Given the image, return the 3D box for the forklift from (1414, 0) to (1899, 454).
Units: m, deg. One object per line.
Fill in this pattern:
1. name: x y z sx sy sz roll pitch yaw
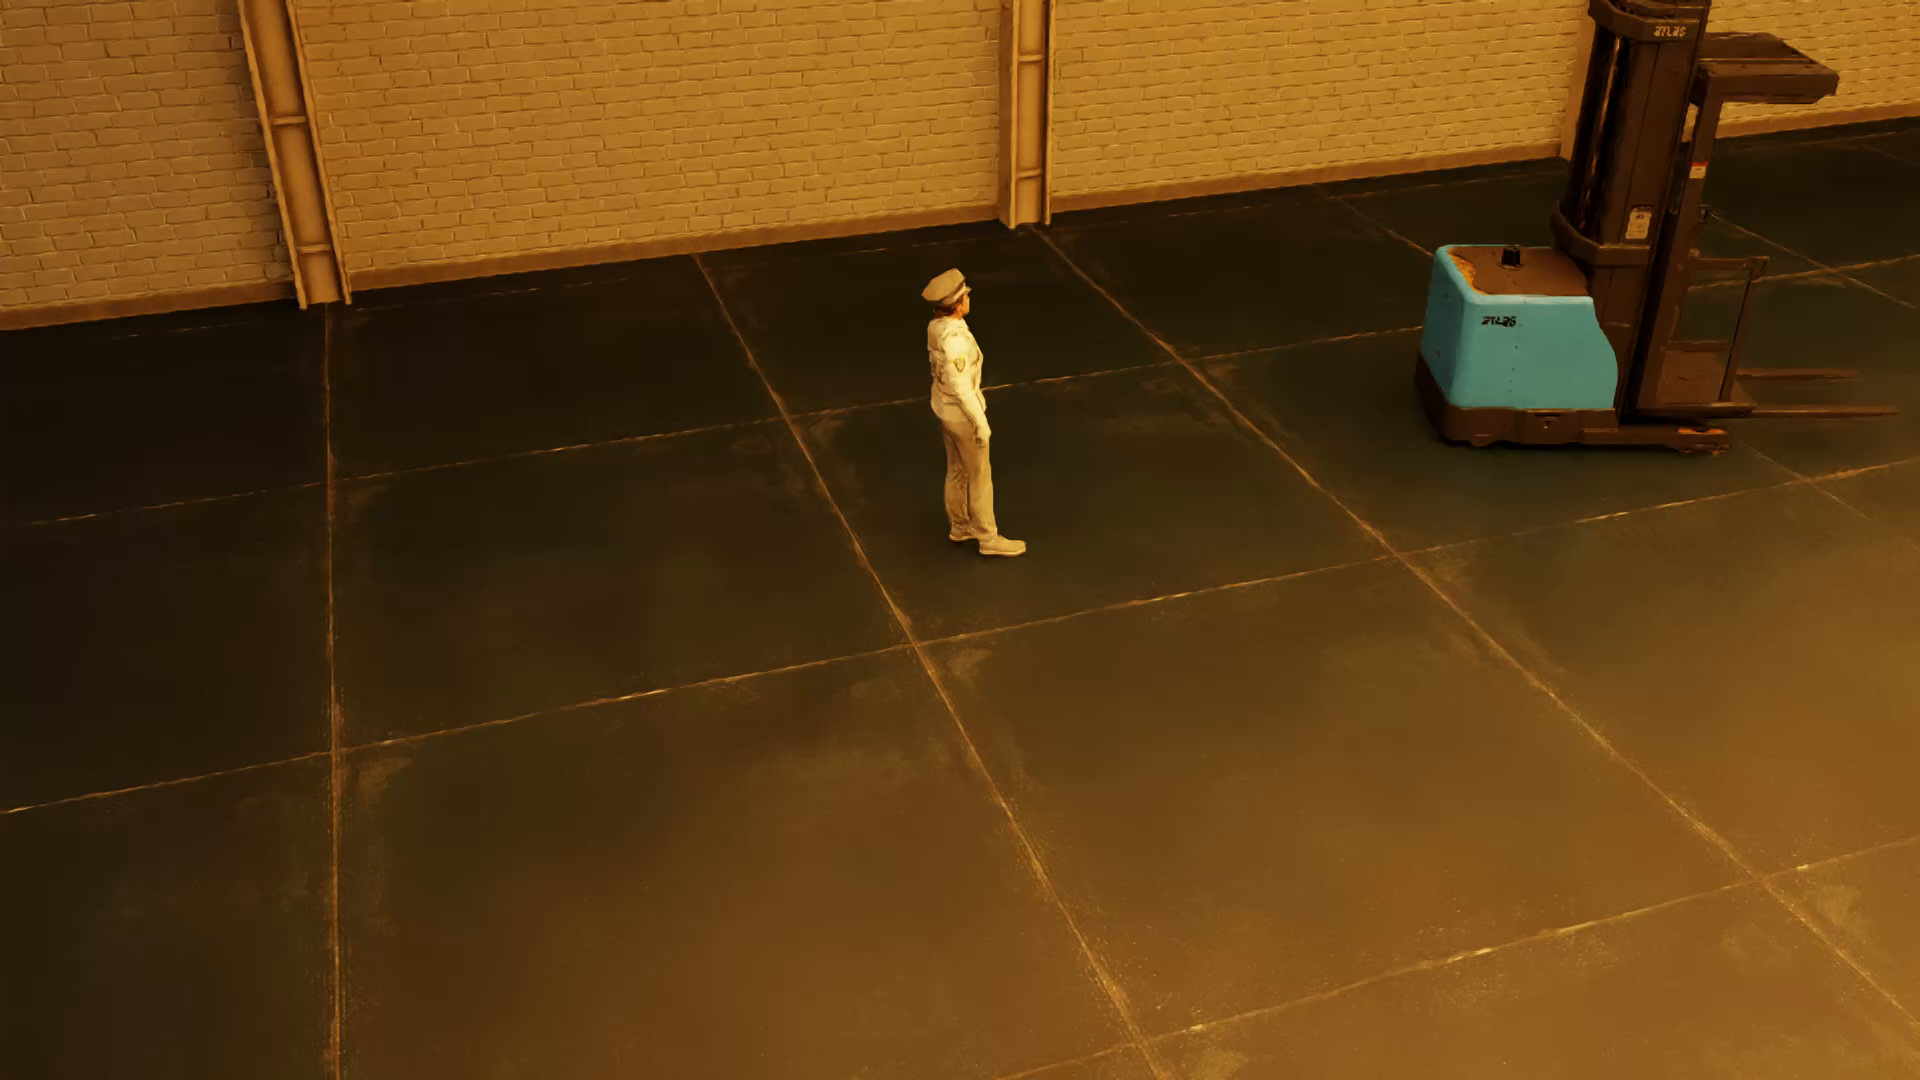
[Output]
1. forklift: 4.739 -2.112 10.757 3.031 2.935 1.130 1 30 1

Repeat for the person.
1. person: 0.066 -0.748 9.612 0.532 1.695 0.586 -10 31 -16
